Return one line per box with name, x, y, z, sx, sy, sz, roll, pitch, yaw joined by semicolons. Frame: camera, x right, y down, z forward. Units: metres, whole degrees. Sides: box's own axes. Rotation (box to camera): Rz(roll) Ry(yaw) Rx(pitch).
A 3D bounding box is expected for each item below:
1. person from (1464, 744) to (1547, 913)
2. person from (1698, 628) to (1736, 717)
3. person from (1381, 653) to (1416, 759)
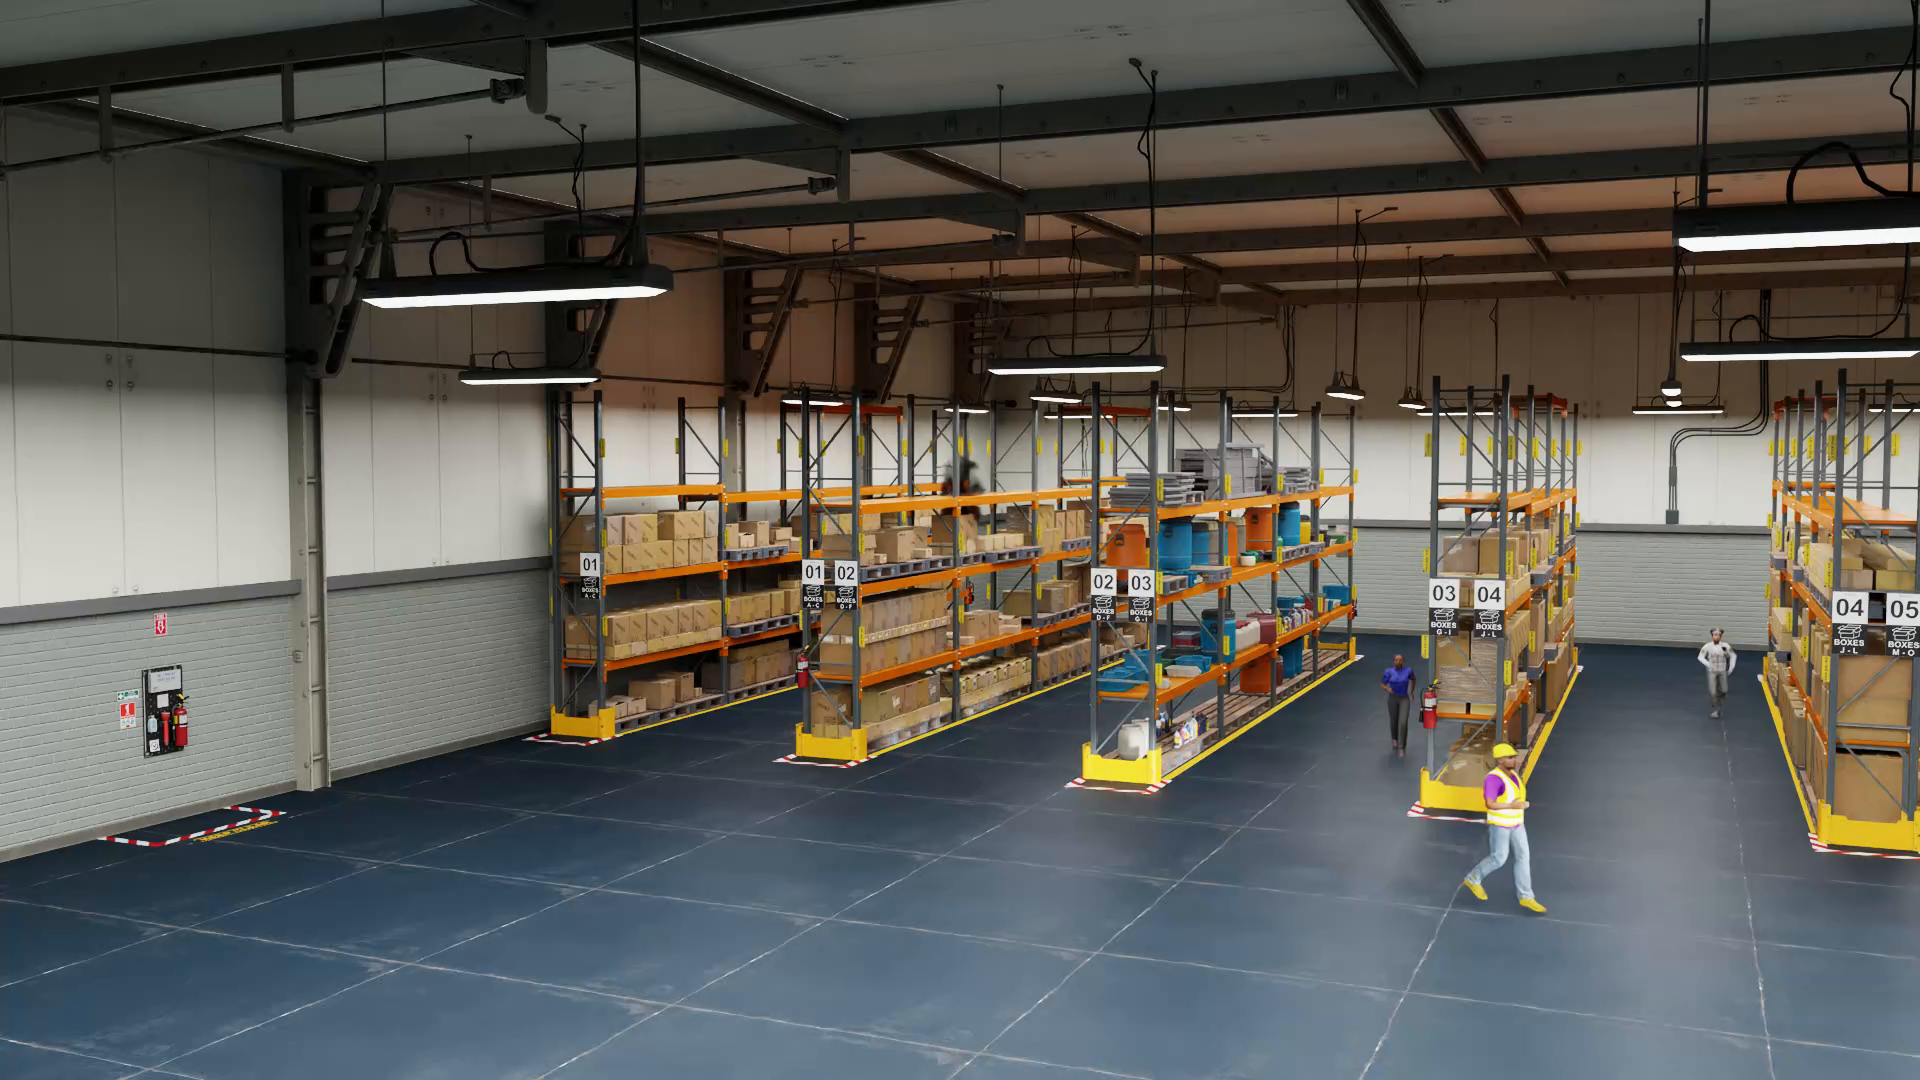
person;5.921;3.089;18.028;0.701;1.763;0.917;-3;4;-40
person;14.134;2.464;31.037;0.671;1.664;0.518;1;3;19
person;7.176;2.680;27.230;0.542;1.676;0.876;1;3;18
